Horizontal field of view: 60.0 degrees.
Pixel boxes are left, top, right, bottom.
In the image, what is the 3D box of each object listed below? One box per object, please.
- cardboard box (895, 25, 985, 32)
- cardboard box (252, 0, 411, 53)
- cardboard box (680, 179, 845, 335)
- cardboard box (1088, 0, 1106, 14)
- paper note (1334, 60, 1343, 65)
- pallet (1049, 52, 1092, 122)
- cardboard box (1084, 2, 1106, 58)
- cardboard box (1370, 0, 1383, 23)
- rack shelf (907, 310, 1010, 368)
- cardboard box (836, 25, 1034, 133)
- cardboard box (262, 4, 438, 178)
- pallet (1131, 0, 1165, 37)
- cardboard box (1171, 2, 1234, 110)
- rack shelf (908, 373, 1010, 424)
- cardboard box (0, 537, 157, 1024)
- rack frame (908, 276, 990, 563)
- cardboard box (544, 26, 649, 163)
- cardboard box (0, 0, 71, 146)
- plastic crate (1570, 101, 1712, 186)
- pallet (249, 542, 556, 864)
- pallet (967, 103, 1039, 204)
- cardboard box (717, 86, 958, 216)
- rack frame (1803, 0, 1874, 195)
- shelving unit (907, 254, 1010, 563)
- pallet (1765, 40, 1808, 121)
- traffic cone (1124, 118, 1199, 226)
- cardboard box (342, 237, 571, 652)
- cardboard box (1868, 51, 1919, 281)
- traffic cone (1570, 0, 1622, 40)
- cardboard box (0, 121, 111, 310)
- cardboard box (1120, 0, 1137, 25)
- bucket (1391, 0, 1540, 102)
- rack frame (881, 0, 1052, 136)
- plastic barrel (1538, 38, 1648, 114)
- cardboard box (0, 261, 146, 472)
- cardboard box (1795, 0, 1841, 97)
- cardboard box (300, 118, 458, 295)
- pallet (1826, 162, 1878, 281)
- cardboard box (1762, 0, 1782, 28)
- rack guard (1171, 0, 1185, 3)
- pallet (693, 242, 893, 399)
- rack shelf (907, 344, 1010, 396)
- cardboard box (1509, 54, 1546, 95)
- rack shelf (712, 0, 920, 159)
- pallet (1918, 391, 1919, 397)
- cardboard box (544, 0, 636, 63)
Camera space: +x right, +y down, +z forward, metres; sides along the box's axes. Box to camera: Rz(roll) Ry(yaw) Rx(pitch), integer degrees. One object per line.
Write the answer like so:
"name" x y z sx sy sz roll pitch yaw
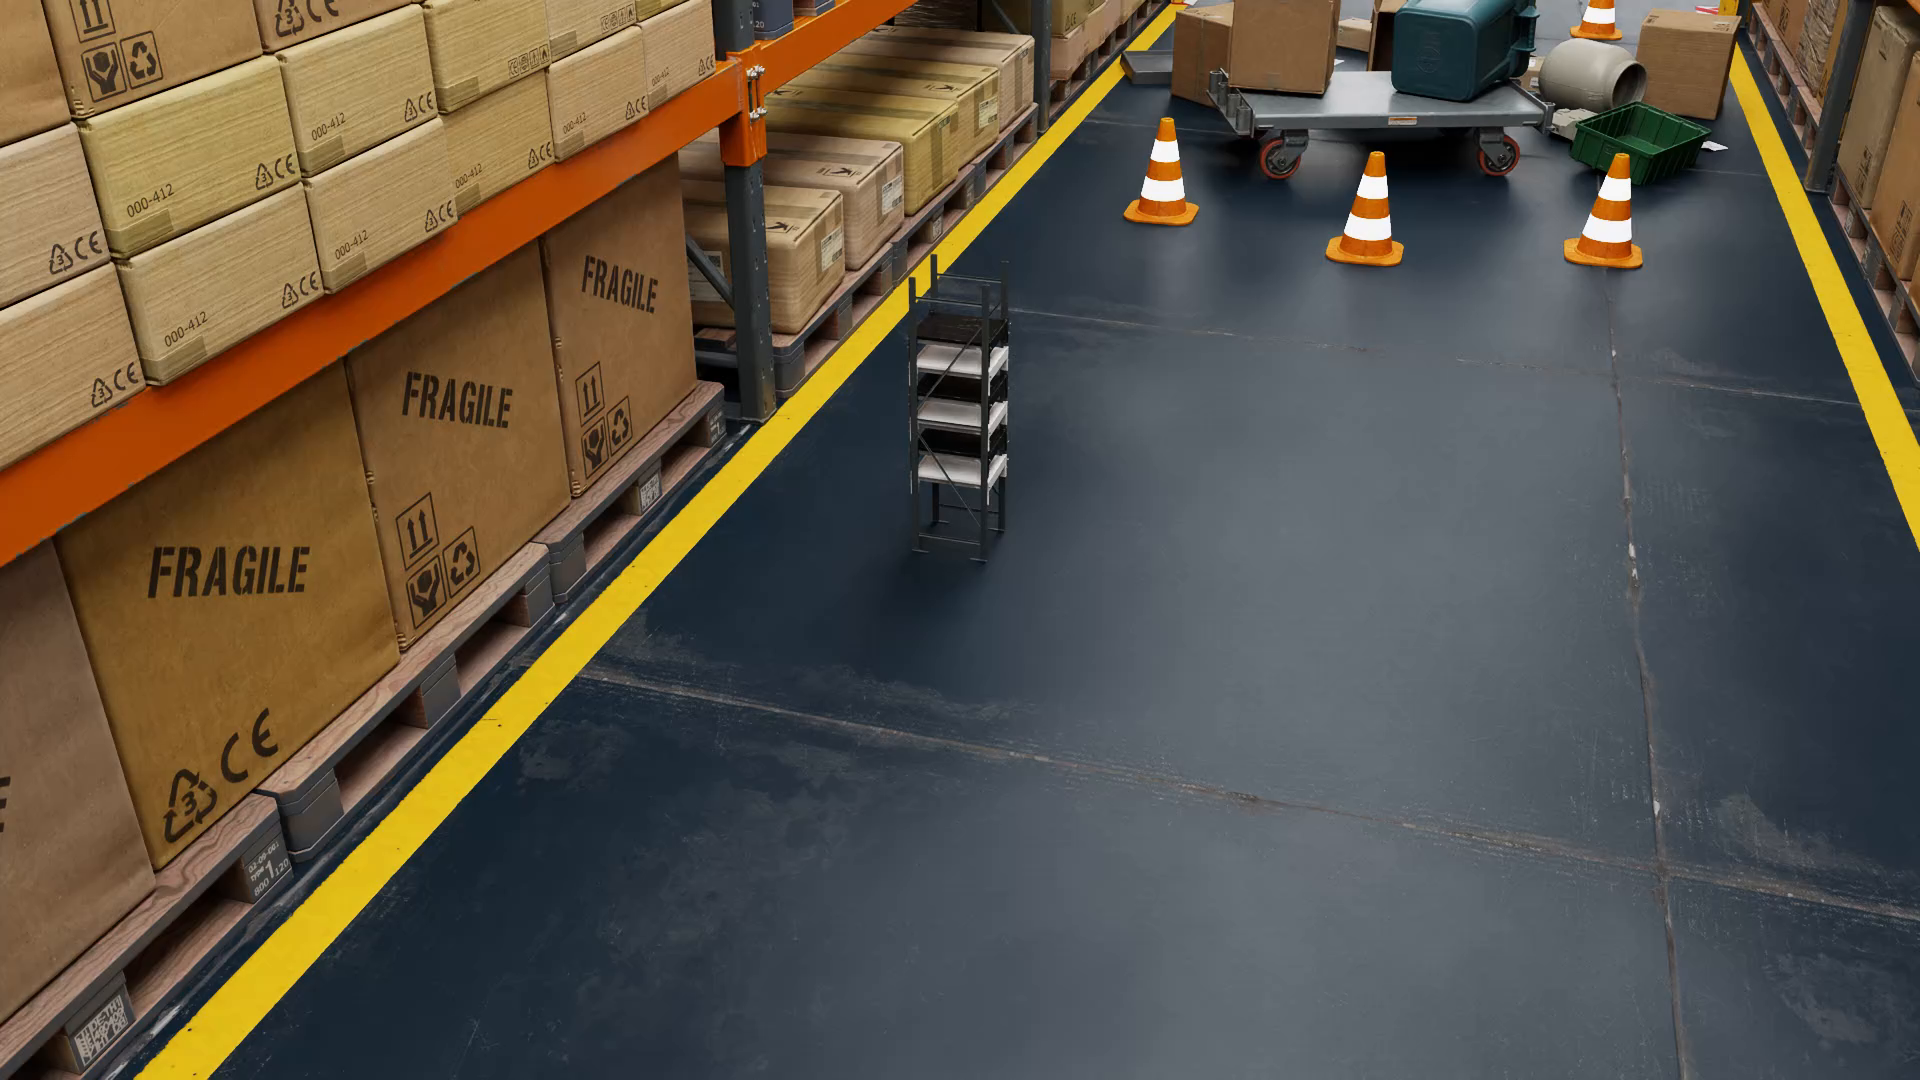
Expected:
"cardboard box" -0.076 -2.975 9.910 0.500 0.250 0.500 10 31 17
"cardboard box" -1.518 -1.321 3.408 0.500 0.500 0.500 8 30 14
"cardboard box" -0.991 -1.118 6.445 0.950 0.372 0.625 6 30 11
"cardboard box" 0.585 -3.476 10.038 0.500 0.500 0.500 10 31 17
"paper note" 2.415 -3.140 10.875 0.148 0.019 0.142 20 35 32
"pallet" 0.171 -2.779 10.028 1.003 0.211 1.213 8 30 15
"cardboard box" 0.585 -3.148 10.219 0.500 0.250 0.500 10 31 18
"cardboard box" 3.087 -3.271 10.612 0.797 0.503 0.637 -12 31 -20
"rack shelf" -0.002 -0.596 4.909 0.258 0.077 0.200 8 30 15
"cardboard box" -0.144 -2.472 8.878 0.950 0.372 0.625 9 30 16
"cardboard box" -1.495 -0.992 3.588 0.500 0.250 0.500 8 30 13
"pallet" 0.887 -3.913 12.067 1.003 0.211 1.213 8 30 15
"cardboard box" 1.623 -2.893 9.934 0.500 0.500 0.500 -17 34 -28
"rack shelf" -0.002 -0.439 4.997 0.258 0.077 0.200 8 30 15
"cardboard box" -2.235 0.483 3.050 0.875 0.875 0.875 9 30 16
"rack frame" -0.032 -0.342 4.940 0.240 0.900 0.006 8 30 15
"cardboard box" -1.201 -1.244 4.555 0.500 0.250 0.500 9 30 16
"cardboard box" -1.813 -0.847 2.556 0.500 0.500 0.500 8 30 15
"plastic crate" 3.568 -2.085 8.746 0.662 0.188 0.450 -24 47 -37
"pallet" -1.830 0.318 4.462 1.003 0.211 1.213 8 30 15
"pallet" -0.219 -2.100 8.808 1.003 0.211 1.213 8 30 15
"cardboard box" -0.554 -1.814 7.696 0.950 0.372 0.625 10 30 17
"rack frame" 4.770 -3.021 7.595 1.000 3.000 0.127 8 30 15
"shelving unit" -0.002 -0.389 5.024 0.258 0.900 0.210 8 30 15
"pallet" 5.424 -2.714 9.911 1.003 0.211 1.213 8 30 15
"traffic cone" 0.982 -1.796 8.002 0.336 0.463 0.334 8 30 15
"cardboard box" -1.714 -0.354 4.554 0.875 0.875 0.875 9 30 15
"cardboard box" 4.387 -1.472 6.693 1.050 0.750 0.750 8 30 15
"traffic cone" 4.430 -3.727 11.474 0.336 0.463 0.334 8 30 15
"cardboard box" -1.815 -0.526 2.750 0.500 0.250 0.500 9 30 16
"cardboard box" 0.894 -3.624 11.075 0.500 0.250 0.500 7 30 13
"bucket" 2.606 -2.647 8.726 0.726 0.611 0.620 20 45 32
"rack frame" 0.008 -3.680 8.780 1.000 3.000 0.127 8 30 15
"plastic barrel" 3.636 -2.641 9.563 0.421 0.421 0.512 -17 34 -28
"cardboard box" -1.808 -0.305 2.866 0.500 0.250 0.500 8 30 14
"cardboard box" 5.282 -2.978 9.271 0.875 0.875 0.875 9 30 15
"cardboard box" -1.487 -0.772 3.706 0.500 0.250 0.500 8 30 14
"pallet" 4.615 -1.433 7.609 1.003 0.211 1.213 8 30 15
"cardboard box" 5.808 -3.810 10.768 0.875 0.875 0.875 9 30 15
"rack guard" 1.160 -4.412 12.666 1.175 0.500 0.348 8 30 15
"pallet" -0.935 -0.966 6.769 1.003 0.211 1.213 8 30 15
"rack shelf" -0.002 -0.518 4.953 0.258 0.077 0.200 8 30 15
"cardboard box" 3.513 -2.888 10.168 0.396 0.266 0.258 14 32 23
"rack shelf" -0.579 -2.437 7.285 1.077 0.370 4.000 8 30 15
"pallet" 3.899 -0.299 5.571 1.003 0.211 1.213 8 30 15
"cardboard box" -1.212 -1.474 4.455 0.500 0.250 0.500 8 30 14
